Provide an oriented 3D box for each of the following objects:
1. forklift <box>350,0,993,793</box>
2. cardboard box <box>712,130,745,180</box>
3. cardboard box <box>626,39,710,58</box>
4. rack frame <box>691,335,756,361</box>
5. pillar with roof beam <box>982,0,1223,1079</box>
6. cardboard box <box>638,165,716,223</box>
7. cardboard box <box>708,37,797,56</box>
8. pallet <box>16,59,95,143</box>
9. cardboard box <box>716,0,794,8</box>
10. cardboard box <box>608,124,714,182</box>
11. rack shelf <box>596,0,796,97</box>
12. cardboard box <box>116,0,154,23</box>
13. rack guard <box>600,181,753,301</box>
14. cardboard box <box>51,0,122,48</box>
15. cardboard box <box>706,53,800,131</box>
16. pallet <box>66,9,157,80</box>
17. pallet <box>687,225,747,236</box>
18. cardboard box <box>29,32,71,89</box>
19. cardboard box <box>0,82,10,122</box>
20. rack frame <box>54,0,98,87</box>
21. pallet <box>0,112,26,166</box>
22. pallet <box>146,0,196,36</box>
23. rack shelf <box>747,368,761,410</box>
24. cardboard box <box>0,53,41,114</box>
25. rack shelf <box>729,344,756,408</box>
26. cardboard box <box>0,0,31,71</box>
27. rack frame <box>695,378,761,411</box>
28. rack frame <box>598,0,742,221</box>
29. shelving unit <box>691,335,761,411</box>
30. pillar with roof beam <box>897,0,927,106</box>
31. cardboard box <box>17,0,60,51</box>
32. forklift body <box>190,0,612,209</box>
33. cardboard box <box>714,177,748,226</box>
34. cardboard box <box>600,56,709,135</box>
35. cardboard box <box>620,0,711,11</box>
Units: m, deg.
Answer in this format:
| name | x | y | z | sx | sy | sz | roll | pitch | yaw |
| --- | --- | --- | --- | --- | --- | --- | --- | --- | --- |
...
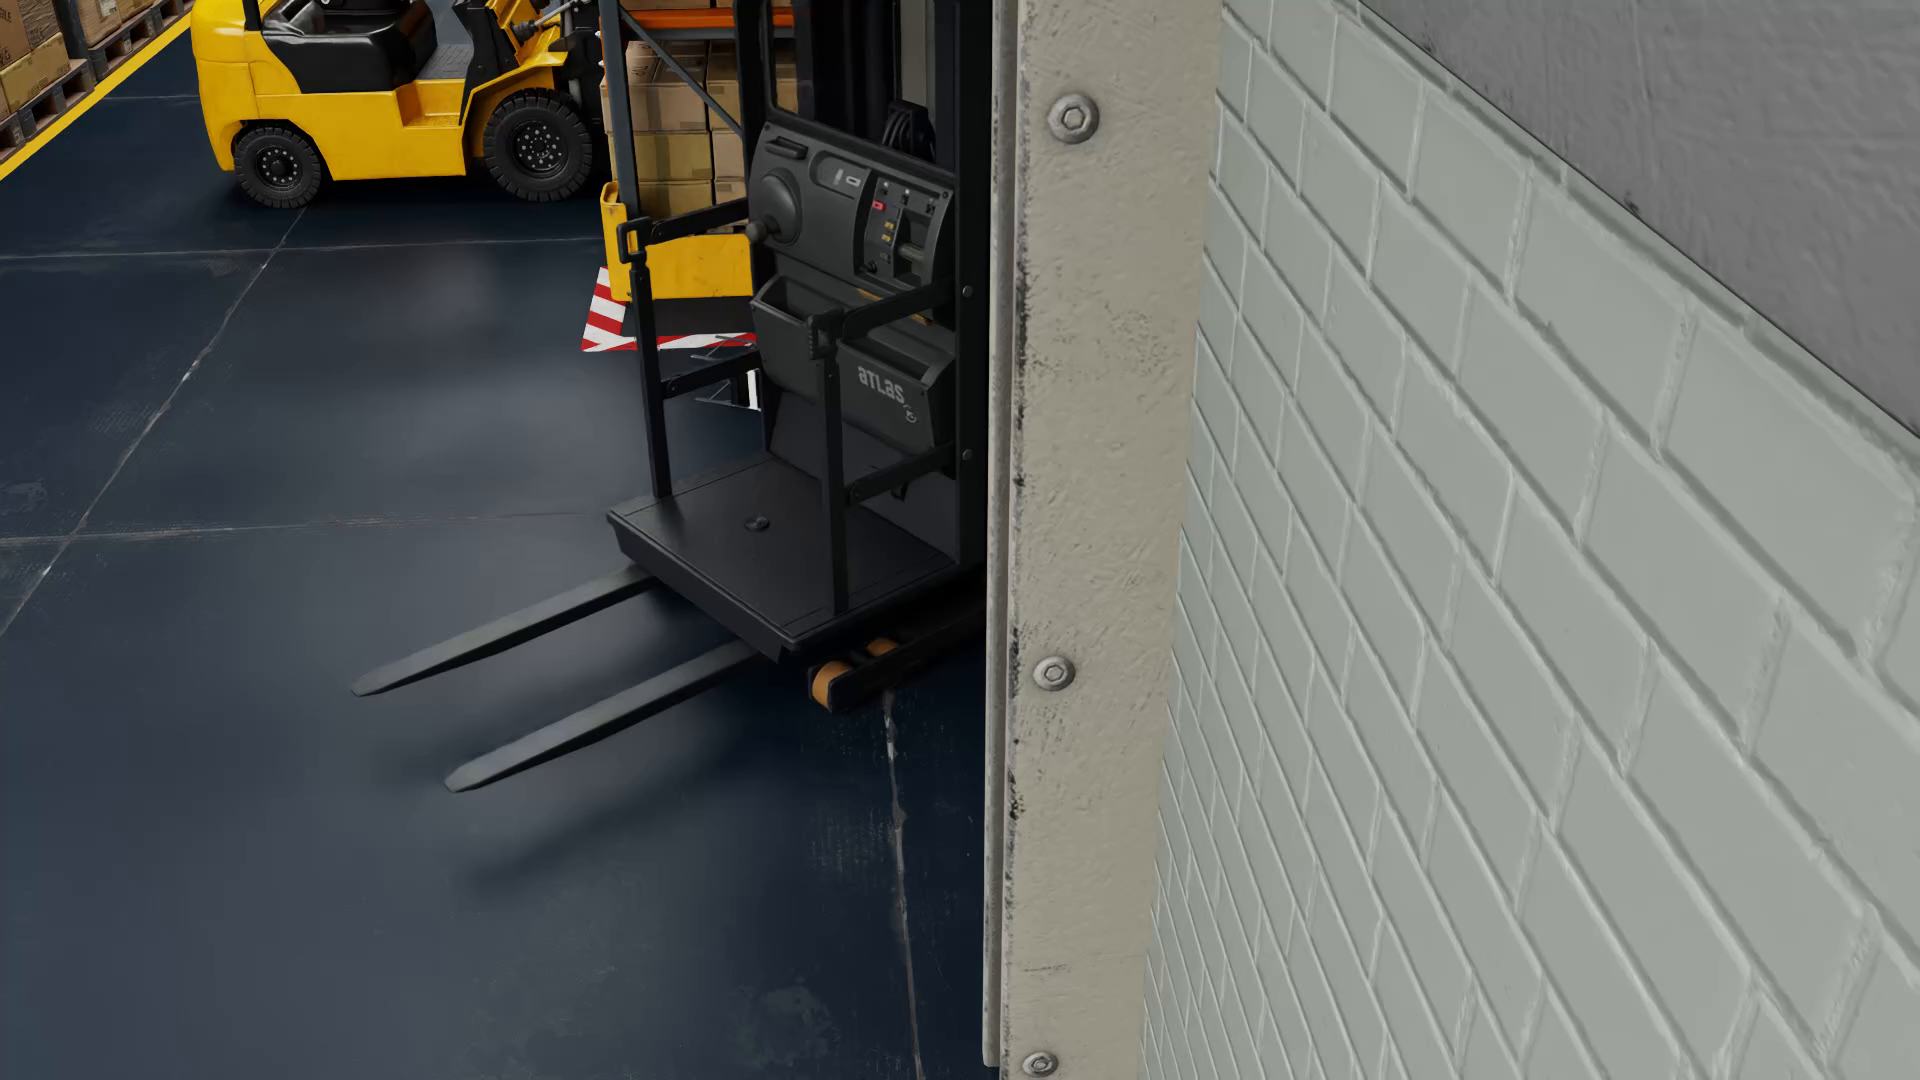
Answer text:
| name | x | y | z | sx | sy | sz | roll | pitch | yaw |
| --- | --- | --- | --- | --- | --- | --- | --- | --- | --- |
| forklift | -0.512 | -1.009 | 5.080 | 3.031 | 2.935 | 1.130 | -25 | 39 | -35 |
| cardboard box | -1.003 | -2.059 | 8.556 | 0.500 | 0.250 | 0.500 | -2 | 31 | -4 |
| cardboard box | -1.573 | -2.504 | 8.814 | 0.500 | 0.250 | 0.500 | -2 | 31 | -4 |
| rack frame | -0.698 | -0.770 | 7.129 | 0.900 | 0.006 | 0.240 | 10 | 32 | 18 |
| pillar with roof beam | -4.059 | -2.299 | 1.323 | 9.100 | 9.000 | 0.400 | -3 | 31 | -5 |
| cardboard box | -1.524 | -1.819 | 8.642 | 0.500 | 0.250 | 0.500 | -3 | 31 | -4 |
| cardboard box | -1.072 | -2.533 | 8.862 | 0.500 | 0.250 | 0.500 | -3 | 31 | -5 |
| pallet | -6.383 | -2.859 | 10.830 | 1.003 | 0.211 | 1.213 | -3 | 31 | -5 |
| cardboard box | -0.935 | -2.904 | 8.088 | 0.500 | 0.500 | 0.500 | -2 | 31 | -3 |
| cardboard box | -1.522 | -2.042 | 8.528 | 0.500 | 0.250 | 0.500 | -3 | 31 | -5 |
| rack shelf | -1.352 | -3.307 | 9.562 | 1.077 | 0.370 | 4.000 | -3 | 31 | -5 |
| cardboard box | -6.603 | -4.084 | 12.314 | 0.950 | 0.372 | 0.625 | -1 | 31 | -1 |
| rack guard | -1.163 | -1.509 | 8.289 | 1.175 | 0.500 | 0.348 | -3 | 31 | -5 |
| cardboard box | -6.532 | -3.717 | 11.700 | 0.950 | 0.372 | 0.625 | -2 | 31 | -4 |
| cardboard box | -1.022 | -2.278 | 8.435 | 0.500 | 0.250 | 0.500 | -3 | 31 | -5 |
| pallet | -6.555 | -3.597 | 12.066 | 1.003 | 0.211 | 1.213 | -3 | 31 | -5 |
| pallet | -1.279 | -1.786 | 9.034 | 1.003 | 0.211 | 1.213 | -3 | 31 | -5 |
| cardboard box | -6.158 | -3.108 | 10.800 | 0.500 | 0.250 | 0.500 | -1 | 31 | -2 |
| cardboard box | -6.055 | -2.576 | 9.910 | 0.500 | 0.250 | 0.500 | -2 | 31 | -4 |
| rack frame | -6.481 | -4.397 | 10.686 | 1.000 | 3.000 | 0.127 | -3 | 31 | -5 |
| pallet | -6.266 | -2.234 | 9.785 | 1.003 | 0.211 | 1.213 | -3 | 31 | -5 |
| pallet | -6.672 | -4.221 | 13.112 | 1.003 | 0.211 | 1.213 | -3 | 31 | -5 |
| rack shelf | -0.834 | -0.708 | 7.225 | 0.077 | 0.200 | 0.258 | 10 | 32 | 18 |
| cardboard box | -6.098 | -2.836 | 10.345 | 0.500 | 0.250 | 0.500 | -4 | 31 | -6 |
| rack shelf | -0.919 | -0.723 | 7.253 | 0.077 | 0.200 | 0.258 | 10 | 32 | 18 |
| cardboard box | -6.109 | -3.170 | 10.172 | 0.500 | 0.500 | 0.500 | -2 | 31 | -4 |
| rack frame | -0.696 | -0.595 | 7.232 | 0.900 | 0.006 | 0.240 | 10 | 32 | 18 |
| rack frame | -1.165 | -2.594 | 7.668 | 1.000 | 3.000 | 0.127 | -3 | 31 | -5 |
| shelving unit | -0.697 | -0.683 | 7.181 | 0.900 | 0.210 | 0.258 | 10 | 32 | 18 |
| pillar with roof beam | -4.619 | -5.362 | 6.452 | 9.100 | 9.000 | 0.400 | -3 | 31 | -5 |
| cardboard box | -6.158 | -3.429 | 10.607 | 0.500 | 0.500 | 0.500 | -3 | 31 | -5 |
| forklift body | -3.159 | -3.111 | 9.360 | 2.313 | 2.155 | 1.214 | -3 | 31 | -5 |
| cardboard box | -1.017 | -1.854 | 8.701 | 0.500 | 0.250 | 0.500 | -3 | 31 | -4 |
| cardboard box | -1.519 | -2.244 | 8.378 | 0.500 | 0.250 | 0.500 | -2 | 31 | -3 |
| cardboard box | -1.473 | -2.876 | 8.042 | 0.500 | 0.500 | 0.500 | -3 | 31 | -6 |
